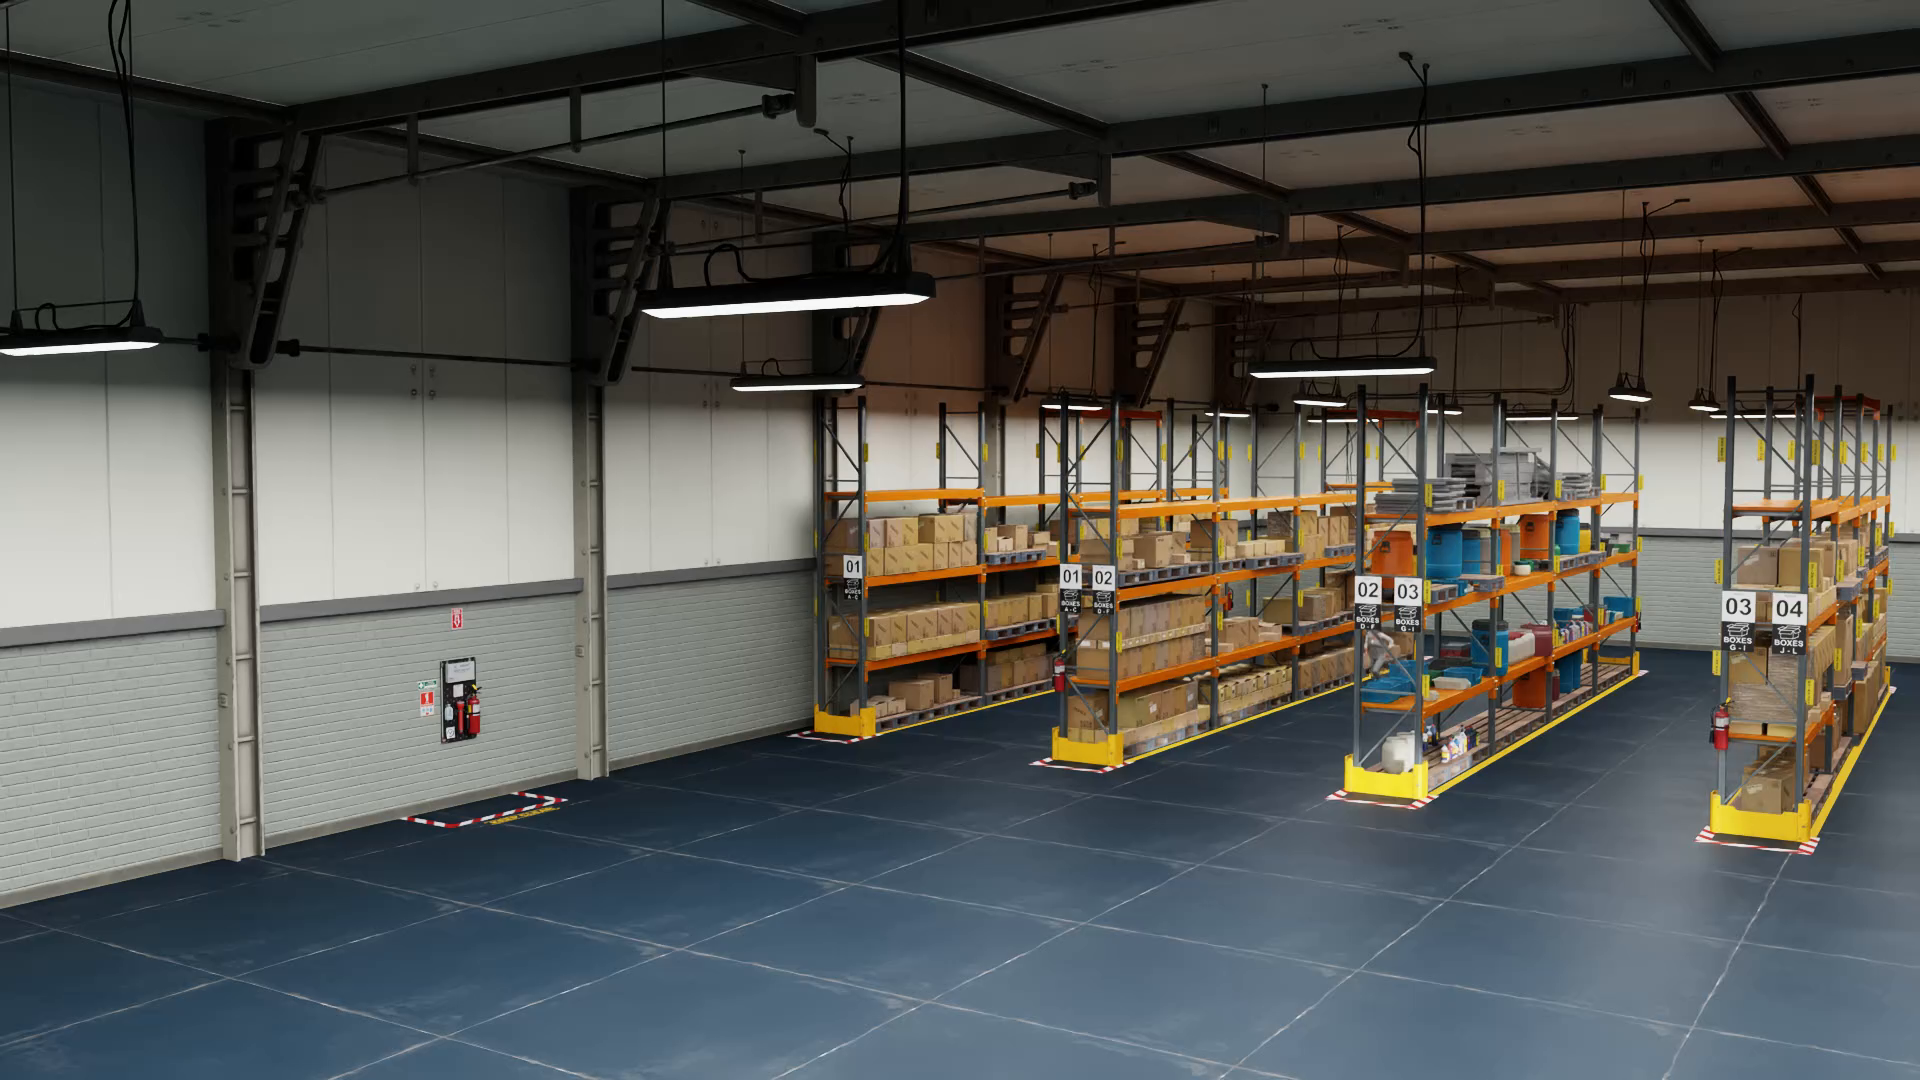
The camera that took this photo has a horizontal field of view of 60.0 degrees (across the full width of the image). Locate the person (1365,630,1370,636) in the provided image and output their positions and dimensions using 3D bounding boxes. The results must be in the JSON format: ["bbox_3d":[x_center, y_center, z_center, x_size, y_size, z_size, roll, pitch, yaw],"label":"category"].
[{"bbox_3d":[10.810,1.858,43.725,0.472,1.663,0.716,-1,3,-19],"label":"person"}]

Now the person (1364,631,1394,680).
[{"bbox_3d":[8.622,2.480,34.212,0.582,1.417,0.793,3,4,42],"label":"person"}]
